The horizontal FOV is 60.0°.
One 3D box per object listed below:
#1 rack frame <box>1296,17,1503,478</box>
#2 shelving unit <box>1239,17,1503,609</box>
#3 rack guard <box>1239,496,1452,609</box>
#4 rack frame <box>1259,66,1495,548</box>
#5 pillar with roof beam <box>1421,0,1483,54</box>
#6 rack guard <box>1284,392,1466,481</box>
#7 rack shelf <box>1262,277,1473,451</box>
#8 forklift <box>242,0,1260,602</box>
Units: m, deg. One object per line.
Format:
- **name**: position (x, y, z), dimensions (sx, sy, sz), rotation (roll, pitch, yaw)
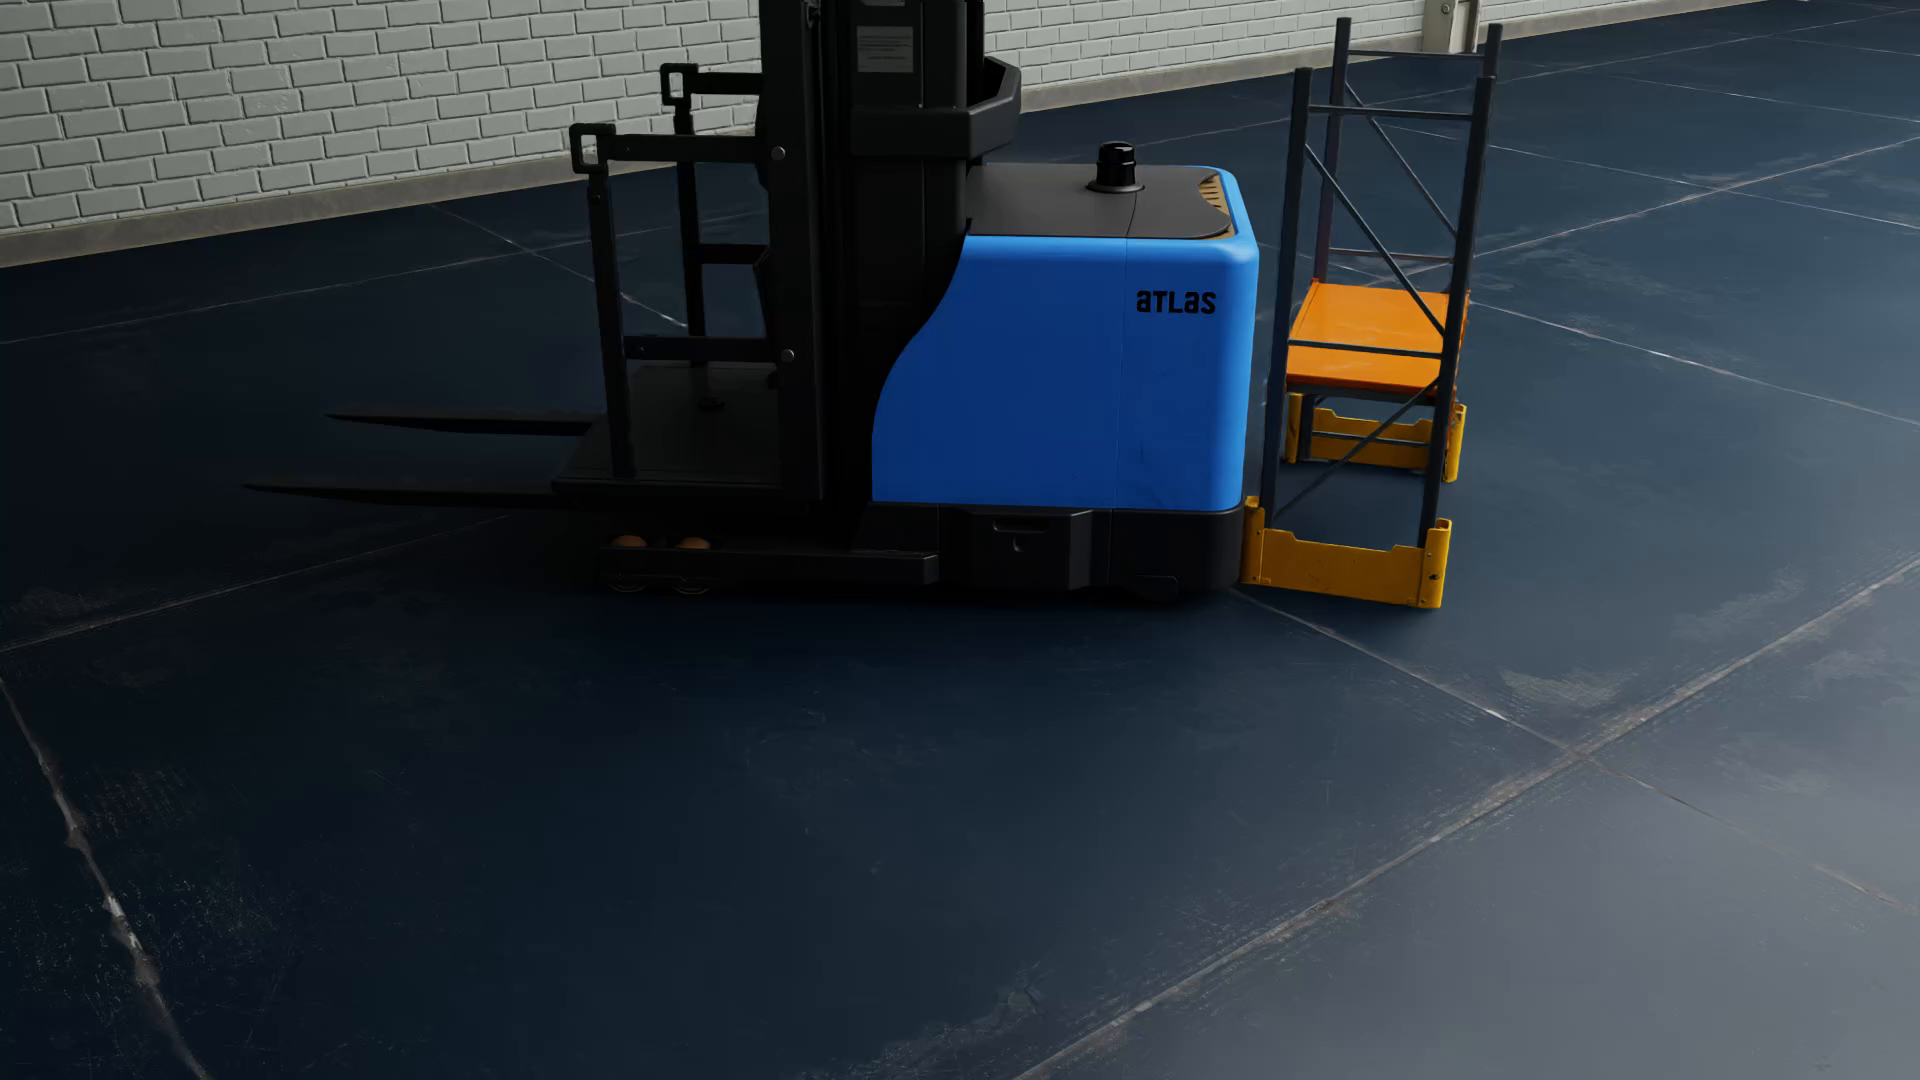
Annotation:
- **rack frame**: position (1.426, -0.933, 5.479), dimensions (0.500, 1.500, 0.032), rotation (8, 26, 16)
- **shelving unit**: position (1.275, -0.733, 5.047), dimensions (0.587, 1.500, 1.083), rotation (8, 26, 16)
- **rack guard**: position (1.123, 0.034, 4.880), dimensions (0.587, 0.250, 0.087), rotation (8, 26, 16)
- **rack frame**: position (1.117, -0.525, 4.600), dimensions (0.500, 1.500, 0.032), rotation (8, 26, 16)
- **pillar with roof beam**: position (6.840, -6.842, 9.304), dimensions (0.400, 9.000, 9.100), rotation (-18, 31, -34)
- **rack guard**: position (1.426, -0.366, 5.741), dimensions (0.587, 0.250, 0.087), rotation (8, 26, 16)
- **rack shelf**: position (1.272, -0.566, 5.115), dimensions (0.538, 0.185, 1.000), rotation (8, 26, 16)
- **forklift**: position (-0.663, -1.386, 4.755), dimensions (3.031, 2.935, 1.130), rotation (2, 25, 4)
